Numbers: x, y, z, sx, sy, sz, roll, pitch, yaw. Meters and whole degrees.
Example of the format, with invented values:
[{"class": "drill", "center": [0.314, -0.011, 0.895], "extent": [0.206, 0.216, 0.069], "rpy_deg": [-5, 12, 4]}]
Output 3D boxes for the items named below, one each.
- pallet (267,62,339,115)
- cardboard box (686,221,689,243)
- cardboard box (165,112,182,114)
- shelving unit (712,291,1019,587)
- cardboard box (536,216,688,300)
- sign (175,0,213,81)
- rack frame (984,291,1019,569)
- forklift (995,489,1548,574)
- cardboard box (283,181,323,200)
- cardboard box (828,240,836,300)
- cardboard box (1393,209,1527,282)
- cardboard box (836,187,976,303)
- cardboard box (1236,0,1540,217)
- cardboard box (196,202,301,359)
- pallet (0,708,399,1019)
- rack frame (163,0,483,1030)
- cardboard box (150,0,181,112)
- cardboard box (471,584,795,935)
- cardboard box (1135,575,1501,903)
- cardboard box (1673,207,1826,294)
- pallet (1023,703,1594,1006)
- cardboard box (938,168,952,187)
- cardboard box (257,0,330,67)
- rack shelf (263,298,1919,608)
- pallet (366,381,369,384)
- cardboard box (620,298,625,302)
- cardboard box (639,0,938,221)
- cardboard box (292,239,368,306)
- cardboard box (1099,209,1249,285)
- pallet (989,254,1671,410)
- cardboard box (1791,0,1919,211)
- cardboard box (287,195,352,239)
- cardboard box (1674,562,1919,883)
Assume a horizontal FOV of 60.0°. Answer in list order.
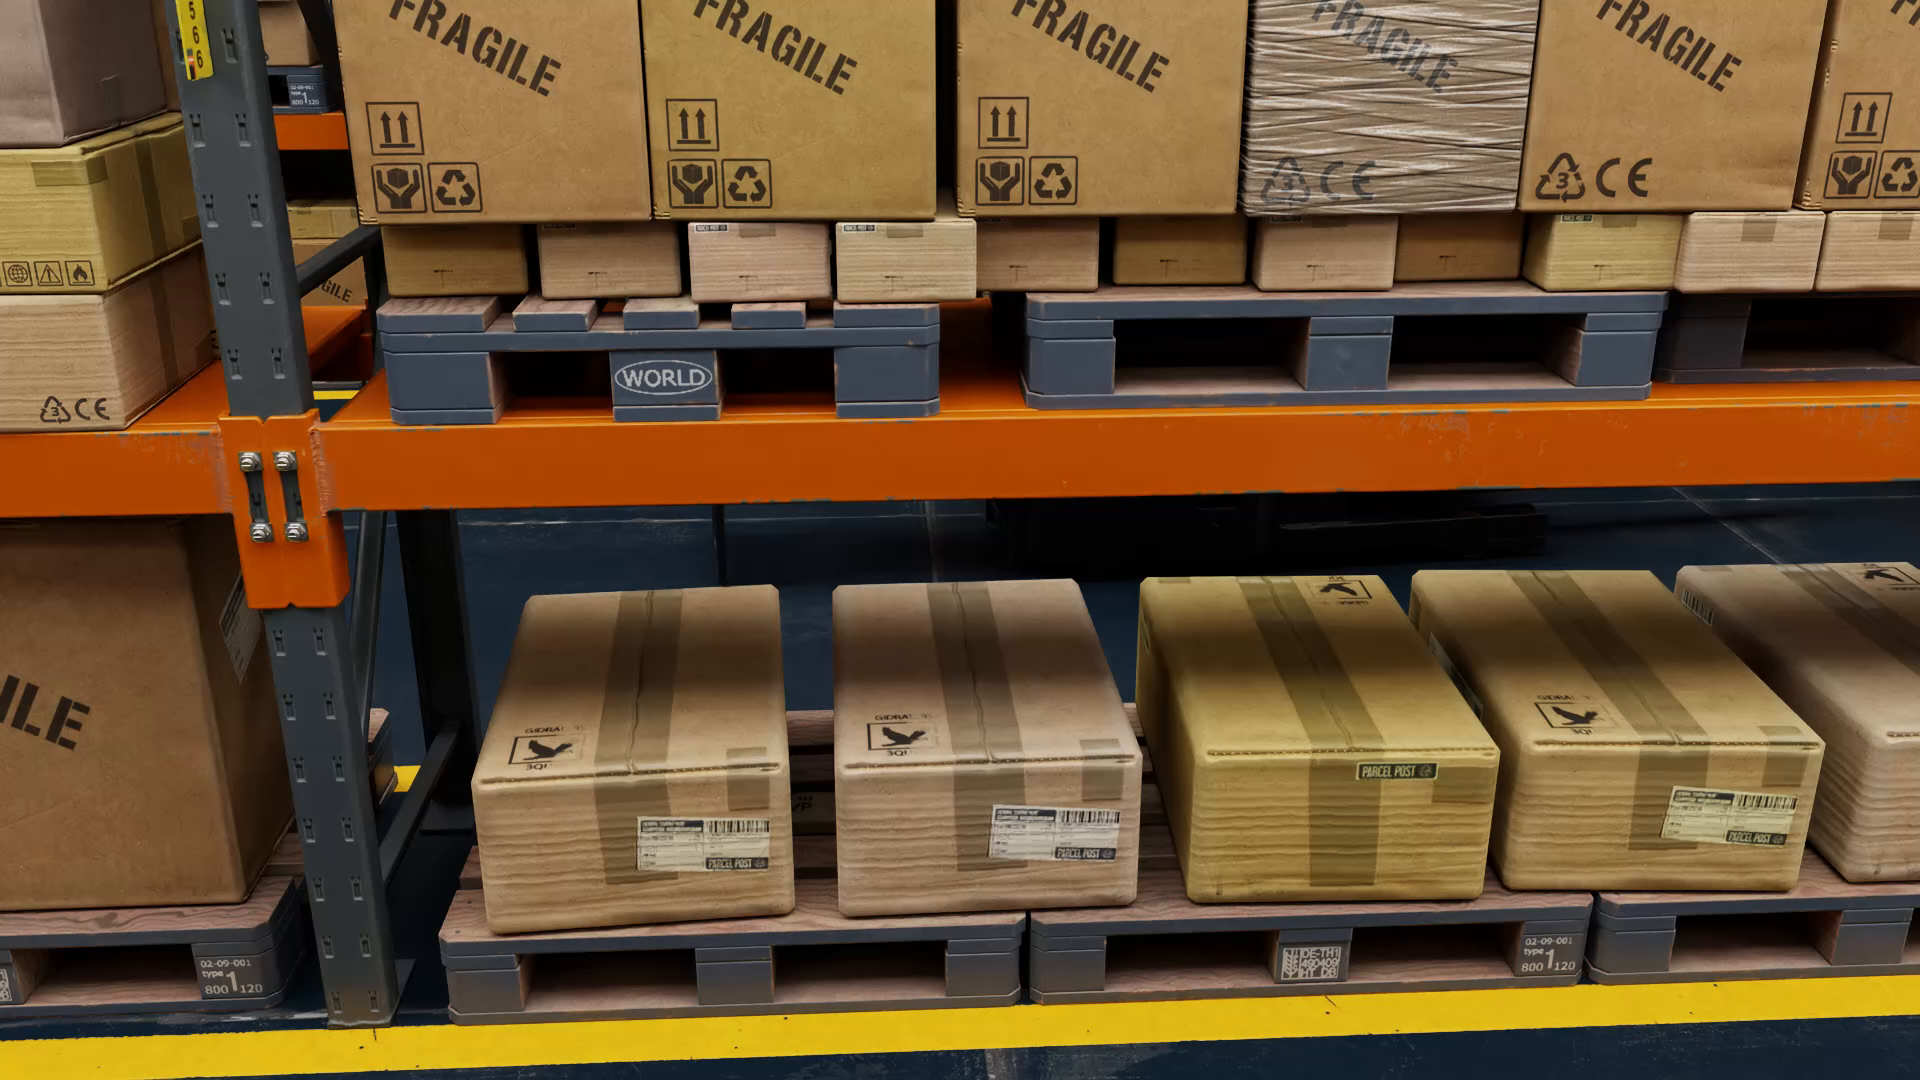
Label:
[{"class": "pallet", "center": [-3.504, -2.196, 7.943], "extent": [1.213, 0.211, 1.003], "rpy_deg": [-1, 21, -3]}, {"class": "cardboard box", "center": [-0.699, -0.764, 3.674], "extent": [0.250, 0.149, 0.380], "rpy_deg": [-1, 21, -2]}, {"class": "cardboard box", "center": [-1.796, -0.805, 3.527], "extent": [0.500, 0.250, 0.500], "rpy_deg": [-1, 21, -3]}, {"class": "shelving unit", "center": [-0.352, -0.655, 5.734], "extent": [1.048, 1.500, 0.538], "rpy_deg": [-3, 21, -9]}, {"class": "cardboard box", "center": [-0.657, -0.577, 3.183], "extent": [0.250, 0.149, 0.380], "rpy_deg": [-2, 21, -6]}, {"class": "sign", "center": [-1.241, -0.908, 2.662], "extent": [0.005, 0.325, 0.100], "rpy_deg": [-1, 21, -3]}, {"class": "rack frame", "center": [0.150, -0.686, 5.815], "extent": [0.032, 1.500, 0.500], "rpy_deg": [-3, 21, -9]}, {"class": "forklift", "center": [1.653, -1.488, 5.909], "extent": [3.031, 2.935, 1.130], "rpy_deg": [-3, 21, -9]}, {"class": "cardboard box", "center": [-3.389, -1.713, 8.415], "extent": [0.250, 0.149, 0.380], "rpy_deg": [-1, 21, -3]}, {"class": "cardboard box", "center": [-0.940, -1.421, 8.385], "extent": [0.625, 0.625, 0.875], "rpy_deg": [-1, 21, -1]}, {"class": "cardboard box", "center": [0.931, -0.631, 3.325], "extent": [0.250, 0.149, 0.380], "rpy_deg": [-2, 21, -5]}, {"class": "cardboard box", "center": [-0.105, -0.564, 3.150], "extent": [0.250, 0.149, 0.380], "rpy_deg": [-1, 21, -3]}, {"class": "cardboard box", "center": [0.736, -0.906, 3.136], "extent": [0.500, 0.500, 0.500], "rpy_deg": [-2, 21, -5]}, {"class": "cardboard box", "center": [-1.779, -0.573, 3.621], "extent": [0.500, 0.250, 0.500], "rpy_deg": [-2, 21, -4]}, {"class": "pallet", "center": [-2.067, 0.729, 3.910], "extent": [1.213, 0.211, 1.003], "rpy_deg": [-1, 21, -3]}, {"class": "rack frame", "center": [-1.276, -0.564, 3.385], "extent": [0.127, 3.000, 1.000], "rpy_deg": [-1, 21, -3]}, {"class": "cardboard box", "center": [-1.782, -1.154, 3.392], "extent": [0.500, 0.500, 0.500], "rpy_deg": [-2, 21, -5]}, {"class": "cardboard box", "center": [-0.711, 0.460, 3.799], "extent": [0.625, 0.372, 0.950], "rpy_deg": [-3, 21, -7]}, {"class": "cardboard box", "center": [0.782, 0.429, 3.881], "extent": [0.625, 0.372, 0.950], "rpy_deg": [0, 21, -1]}, {"class": "cardboard box", "center": [1.446, -0.592, 3.222], "extent": [0.250, 0.149, 0.380], "rpy_deg": [-1, 21, -3]}, {"class": "pallet", "center": [0.719, 0.701, 3.984], "extent": [1.213, 0.211, 1.003], "rpy_deg": [-1, 21, -3]}, {"class": "cardboard box", "center": [0.076, -0.798, 3.763], "extent": [0.250, 0.149, 0.380], "rpy_deg": [-1, 21, -2]}, {"class": "cardboard box", "center": [-3.182, -2.472, 7.664], "extent": [0.637, 0.503, 0.797], "rpy_deg": [-2, 21, -4]}, {"class": "rack shelf", "center": [0.721, -0.268, 3.620], "extent": [4.000, 0.370, 1.077], "rpy_deg": [-1, 21, -3]}, {"class": "pallet", "center": [-2.311, -1.022, 8.508], "extent": [1.213, 0.211, 1.003], "rpy_deg": [-1, 21, -3]}, {"class": "cardboard box", "center": [-2.000, -1.446, 8.626], "extent": [0.500, 0.500, 0.500], "rpy_deg": [0, 21, -1]}, {"class": "cardboard box", "center": [-0.294, -0.886, 3.083], "extent": [0.500, 0.500, 0.500], "rpy_deg": [0, 21, 0]}, {"class": "cardboard box", "center": [-2.996, -1.252, 8.116], "extent": [0.500, 0.500, 0.500], "rpy_deg": [0, 21, -1]}, {"class": "cardboard box", "center": [0.411, -0.616, 3.287], "extent": [0.250, 0.149, 0.380], "rpy_deg": [0, 21, -1]}, {"class": "pallet", "center": [0.698, -0.529, 3.563], "extent": [1.213, 0.211, 1.003], "rpy_deg": [-1, 21, -3]}, {"class": "cardboard box", "center": [1.774, -0.925, 3.187], "extent": [0.500, 0.500, 0.500], "rpy_deg": [-1, 21, -3]}, {"class": "cardboard box", "center": [-3.093, -1.557, 8.007], "extent": [0.250, 0.149, 0.380], "rpy_deg": [-1, 21, -4]}, {"class": "cardboard box", "center": [2.194, 0.399, 3.961], "extent": [0.625, 0.372, 0.950], "rpy_deg": [-1, 21, -2]}]
